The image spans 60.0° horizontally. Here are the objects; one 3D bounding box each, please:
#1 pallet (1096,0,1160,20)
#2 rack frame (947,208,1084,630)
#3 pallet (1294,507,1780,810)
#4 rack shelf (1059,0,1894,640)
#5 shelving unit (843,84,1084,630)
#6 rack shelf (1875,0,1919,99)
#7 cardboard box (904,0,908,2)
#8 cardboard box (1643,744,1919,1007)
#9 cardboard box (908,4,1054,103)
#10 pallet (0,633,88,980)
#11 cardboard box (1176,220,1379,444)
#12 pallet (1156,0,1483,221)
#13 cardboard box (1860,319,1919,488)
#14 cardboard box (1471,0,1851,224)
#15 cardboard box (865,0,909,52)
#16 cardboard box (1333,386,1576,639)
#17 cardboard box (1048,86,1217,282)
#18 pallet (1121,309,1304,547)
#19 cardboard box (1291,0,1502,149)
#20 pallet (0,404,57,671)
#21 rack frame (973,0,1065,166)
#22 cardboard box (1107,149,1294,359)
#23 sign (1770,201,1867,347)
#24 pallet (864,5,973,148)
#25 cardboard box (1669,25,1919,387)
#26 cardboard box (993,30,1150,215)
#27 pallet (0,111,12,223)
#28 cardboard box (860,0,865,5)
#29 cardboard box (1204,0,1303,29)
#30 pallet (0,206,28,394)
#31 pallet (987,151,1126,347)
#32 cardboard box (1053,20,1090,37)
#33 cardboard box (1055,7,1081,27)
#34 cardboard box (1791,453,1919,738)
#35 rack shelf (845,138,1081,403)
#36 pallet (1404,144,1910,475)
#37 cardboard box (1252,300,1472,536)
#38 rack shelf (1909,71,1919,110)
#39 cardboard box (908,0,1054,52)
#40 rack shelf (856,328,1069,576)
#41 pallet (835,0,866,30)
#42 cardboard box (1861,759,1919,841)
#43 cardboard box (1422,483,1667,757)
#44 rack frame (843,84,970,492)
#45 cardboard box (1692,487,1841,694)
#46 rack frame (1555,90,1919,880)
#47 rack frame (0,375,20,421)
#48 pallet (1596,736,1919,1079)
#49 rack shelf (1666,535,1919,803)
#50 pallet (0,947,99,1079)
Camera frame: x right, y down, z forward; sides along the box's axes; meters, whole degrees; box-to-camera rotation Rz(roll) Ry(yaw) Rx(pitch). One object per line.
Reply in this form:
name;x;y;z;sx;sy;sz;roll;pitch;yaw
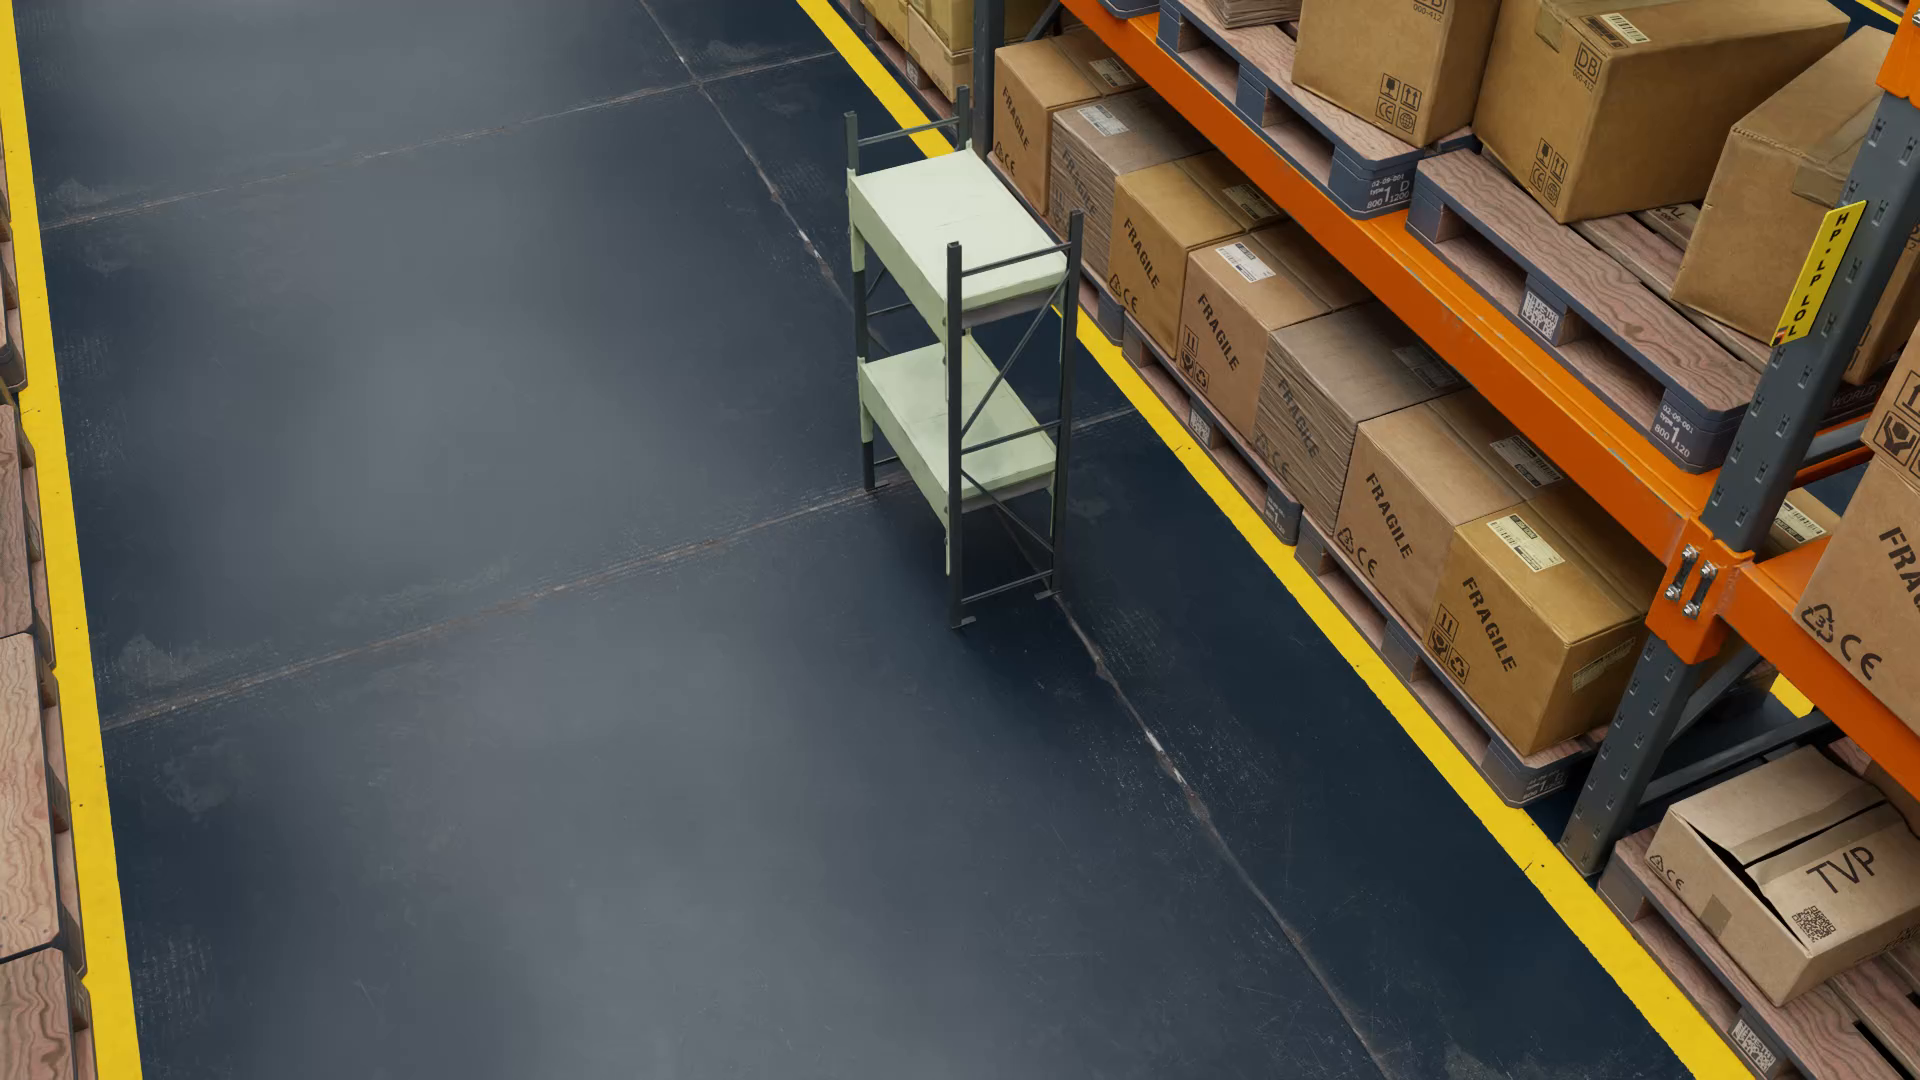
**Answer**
pallet;0.882;-2.351;6.134;1.213;0.211;1.003;-18;47;-17
rack frame;0.151;-0.305;4.991;0.400;1.500;0.023;-18;47;-17
pallet;1.839;0.204;5.393;1.003;0.211;1.213;-18;47;-17
rack shelf;1.374;-1.300;5.444;1.077;0.370;4.000;-18;47;-17
shelving unit;-0.003;-0.538;5.228;0.431;1.500;0.755;-18;47;-17
rack shelf;1.374;-2.368;4.391;1.077;0.370;4.000;-18;47;-17
cardboard box;-0.135;-2.792;7.703;0.500;0.311;0.500;-19;48;-18
cardboard box;2.195;0.850;4.354;0.500;0.311;0.500;-18;47;-17
cardboard box;0.091;-2.265;7.568;0.500;0.250;0.500;-17;47;-16
pallet;-3.084;0.889;4.699;1.003;0.211;1.213;-18;47;-17
cardboard box;1.121;-0.739;5.830;0.500;0.500;0.500;-20;48;-19
pallet;1.355;-1.525;5.296;1.003;0.211;1.213;-18;47;-17
cardboard box;2.158;-0.290;3.125;0.500;0.500;0.500;-17;47;-16
cardboard box;1.872;-1.254;4.515;0.700;0.500;0.500;-11;46;-11
cardboard box;-0.129;-2.592;7.900;0.500;0.250;0.500;-19;48;-18
cardboard box;1.547;-0.096;5.178;0.500;0.500;0.500;-18;47;-17
cardboard box;0.691;-1.391;6.491;0.500;0.500;0.500;-20;48;-19
pallet;1.322;-0.575;6.182;1.003;0.211;1.213;-18;47;-17
cardboard box;1.416;-1.575;4.840;0.700;0.500;0.500;-30;52;-27
pallet;-3.593;0.112;5.486;1.003;0.211;1.213;-18;47;-17
rack frame;0.533;-2.831;6.483;1.000;3.000;0.127;-18;47;-17
cardboard box;0.897;-1.070;6.165;0.500;0.500;0.500;-19;48;-18
sign;1.713;-0.528;3.325;0.100;0.325;0.005;-18;47;-17
pallet;0.222;-2.374;8.006;1.003;0.211;1.213;-18;47;-17
cardboard box;2.219;-0.835;4.090;0.700;0.500;0.500;-34;54;-30
cardboard box;0.465;-1.723;6.827;0.500;0.500;0.500;-16;47;-16
pallet;-4.762;-1.659;7.281;1.003;0.211;1.213;-18;47;-17
cardboard box;-0.338;-2.914;8.226;0.500;0.250;0.500;-17;47;-17
cardboard box;1.112;-2.009;5.280;0.700;0.500;0.500;-10;45;-10
pallet;-4.253;-0.883;6.495;1.003;0.211;1.213;-18;47;-17
pallet;0.813;-1.351;6.969;1.003;0.211;1.213;-18;47;-17
cardboard box;0.579;-2.422;7.728;0.500;0.250;0.500;-18;47;-18
cardboard box;0.579;-2.622;7.531;0.500;0.311;0.500;-17;47;-16
cardboard box;2.182;0.088;3.454;0.500;0.500;0.500;-17;47;-16
rack shelf;-0.003;-0.816;4.953;0.431;0.370;0.720;-18;47;-17
pallet;1.978;-0.755;4.516;1.003;0.211;1.213;-18;47;-17
cardboard box;1.337;-0.416;5.502;0.500;0.500;0.500;-17;47;-17
rack shelf;3.056;0.181;1.807;1.077;0.370;4.000;-18;47;-17
cardboard box;0.090;-2.462;7.369;0.500;0.311;0.500;-17;47;-16
rack shelf;-0.003;-0.306;5.457;0.431;0.370;0.720;-18;47;-17
pallet;-0.287;-3.151;8.793;1.003;0.211;1.213;-18;47;-17
cardboard box;2.712;0.731;4.340;0.500;0.500;0.500;-18;47;-17
cardboard box;1.748;0.222;4.856;0.500;0.500;0.500;-18;47;-18
rack frame;-0.157;-0.771;5.464;0.400;1.500;0.023;-18;47;-17
cardboard box;2.233;0.071;5.009;0.500;0.500;0.500;-20;48;-19
rack frame;2.215;-0.282;3.900;1.000;3.000;0.127;-18;47;-17
rack frame;-3.963;-1.370;5.003;1.000;3.000;0.127;-18;47;-17
pallet;2.503;1.149;4.436;1.003;0.211;1.213;-18;47;-17
rack shelf;3.056;1.249;2.861;1.077;0.370;4.000;-18;47;-17
pallet;-2.567;1.667;3.910;1.003;0.211;1.213;-18;47;-17
